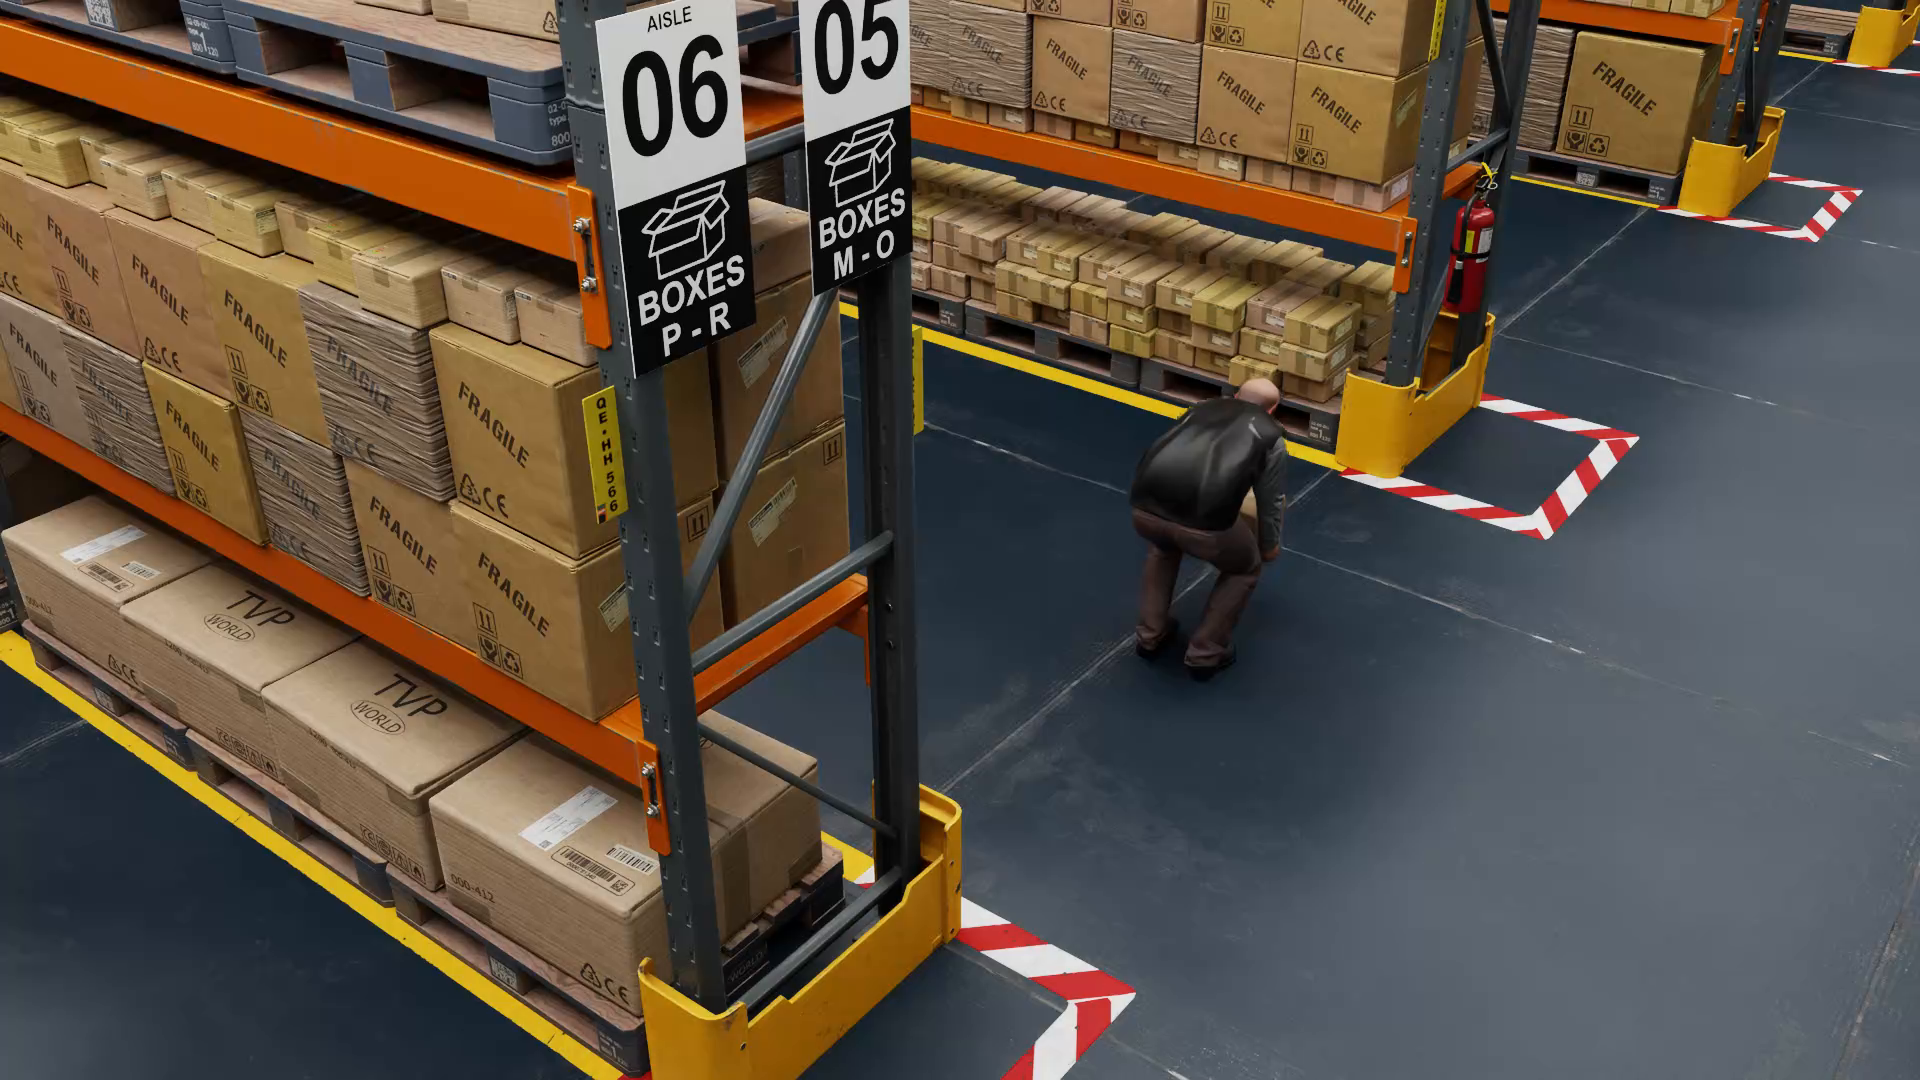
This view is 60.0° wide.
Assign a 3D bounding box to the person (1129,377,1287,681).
[{"bbox_3d":[1.052,-0.054,6.891,0.503,1.065,0.930,19,36,29],"label":"person"}]
